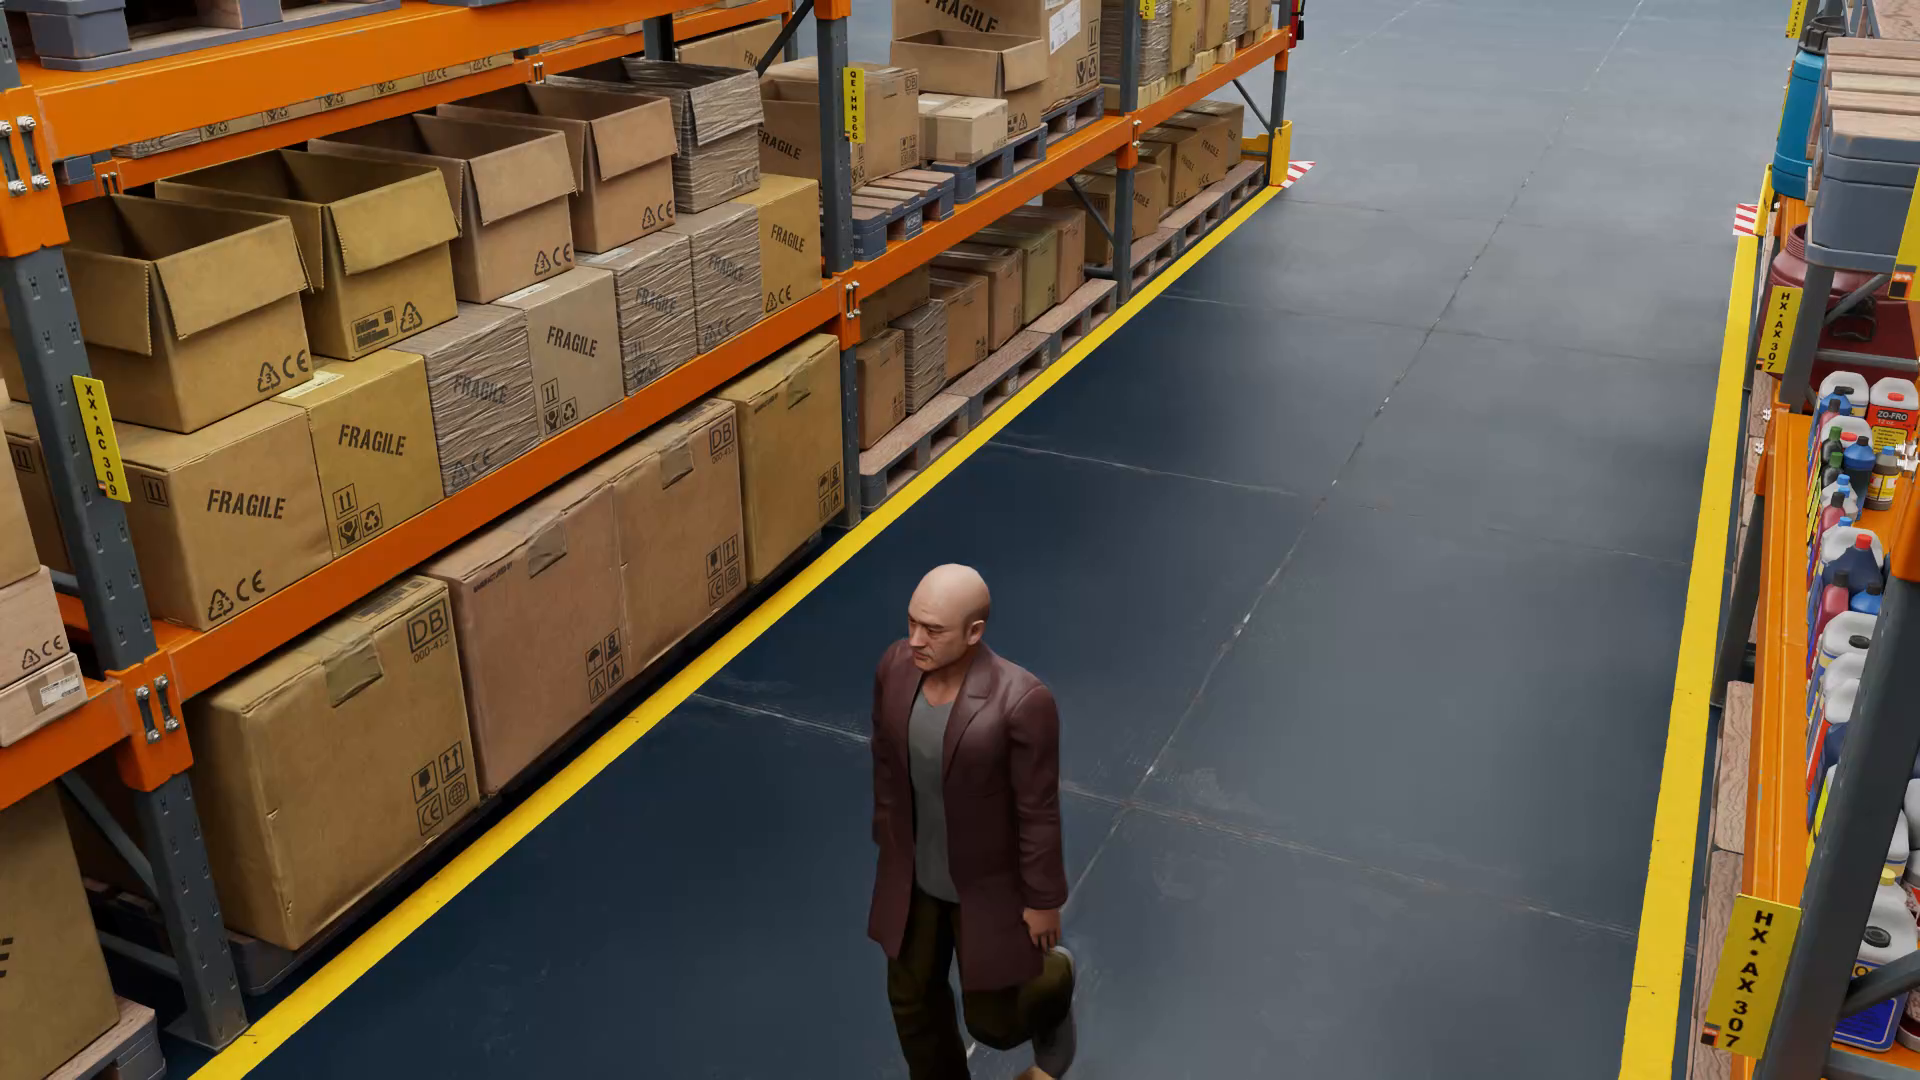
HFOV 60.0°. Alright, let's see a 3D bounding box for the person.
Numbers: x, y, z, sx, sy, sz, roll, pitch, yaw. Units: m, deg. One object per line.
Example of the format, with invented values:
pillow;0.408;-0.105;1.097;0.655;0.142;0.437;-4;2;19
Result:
person;0.054;0.823;4.375;0.610;1.762;0.689;16;30;30
